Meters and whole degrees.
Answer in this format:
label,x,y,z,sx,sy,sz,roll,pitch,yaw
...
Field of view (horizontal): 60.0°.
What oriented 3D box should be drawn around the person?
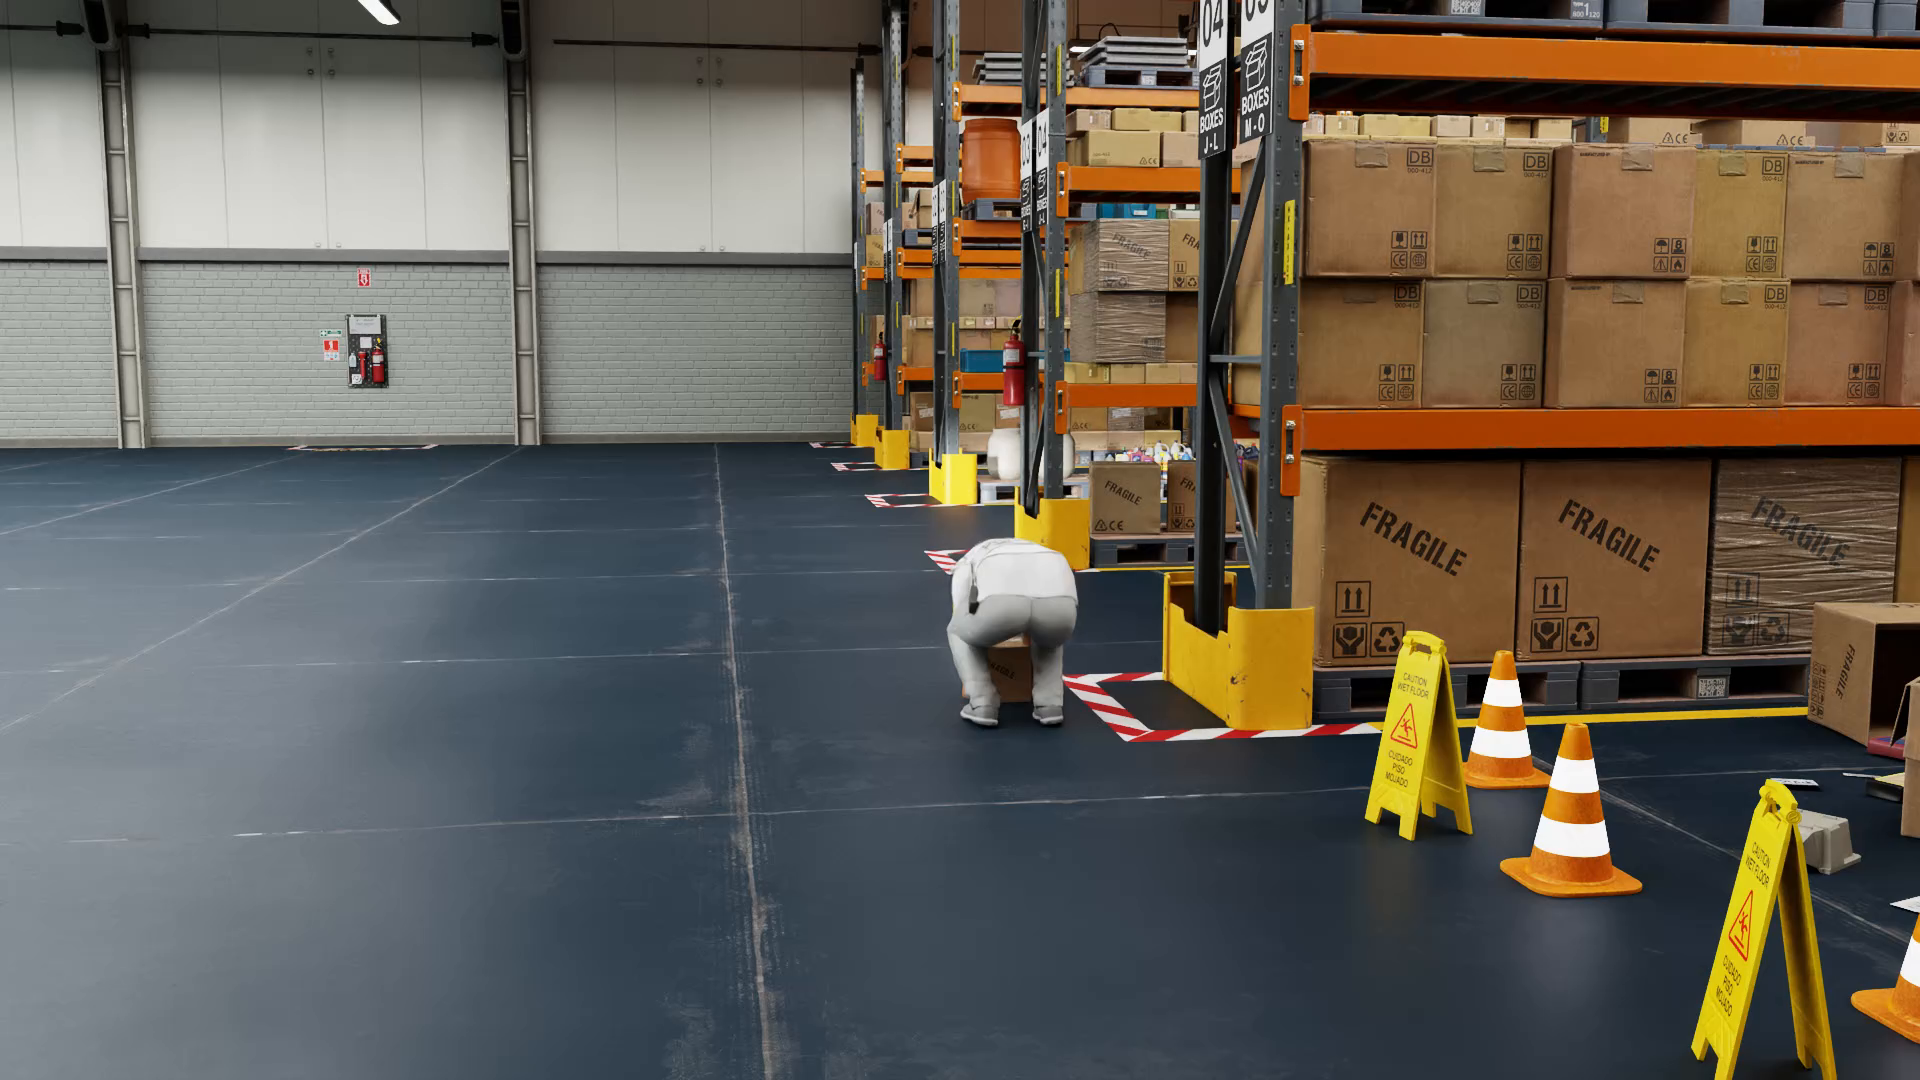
label,x,y,z,sx,sy,sz,roll,pitch,yaw
person,0.203,0.377,7.095,0.510,0.773,0.940,-1,7,-9
